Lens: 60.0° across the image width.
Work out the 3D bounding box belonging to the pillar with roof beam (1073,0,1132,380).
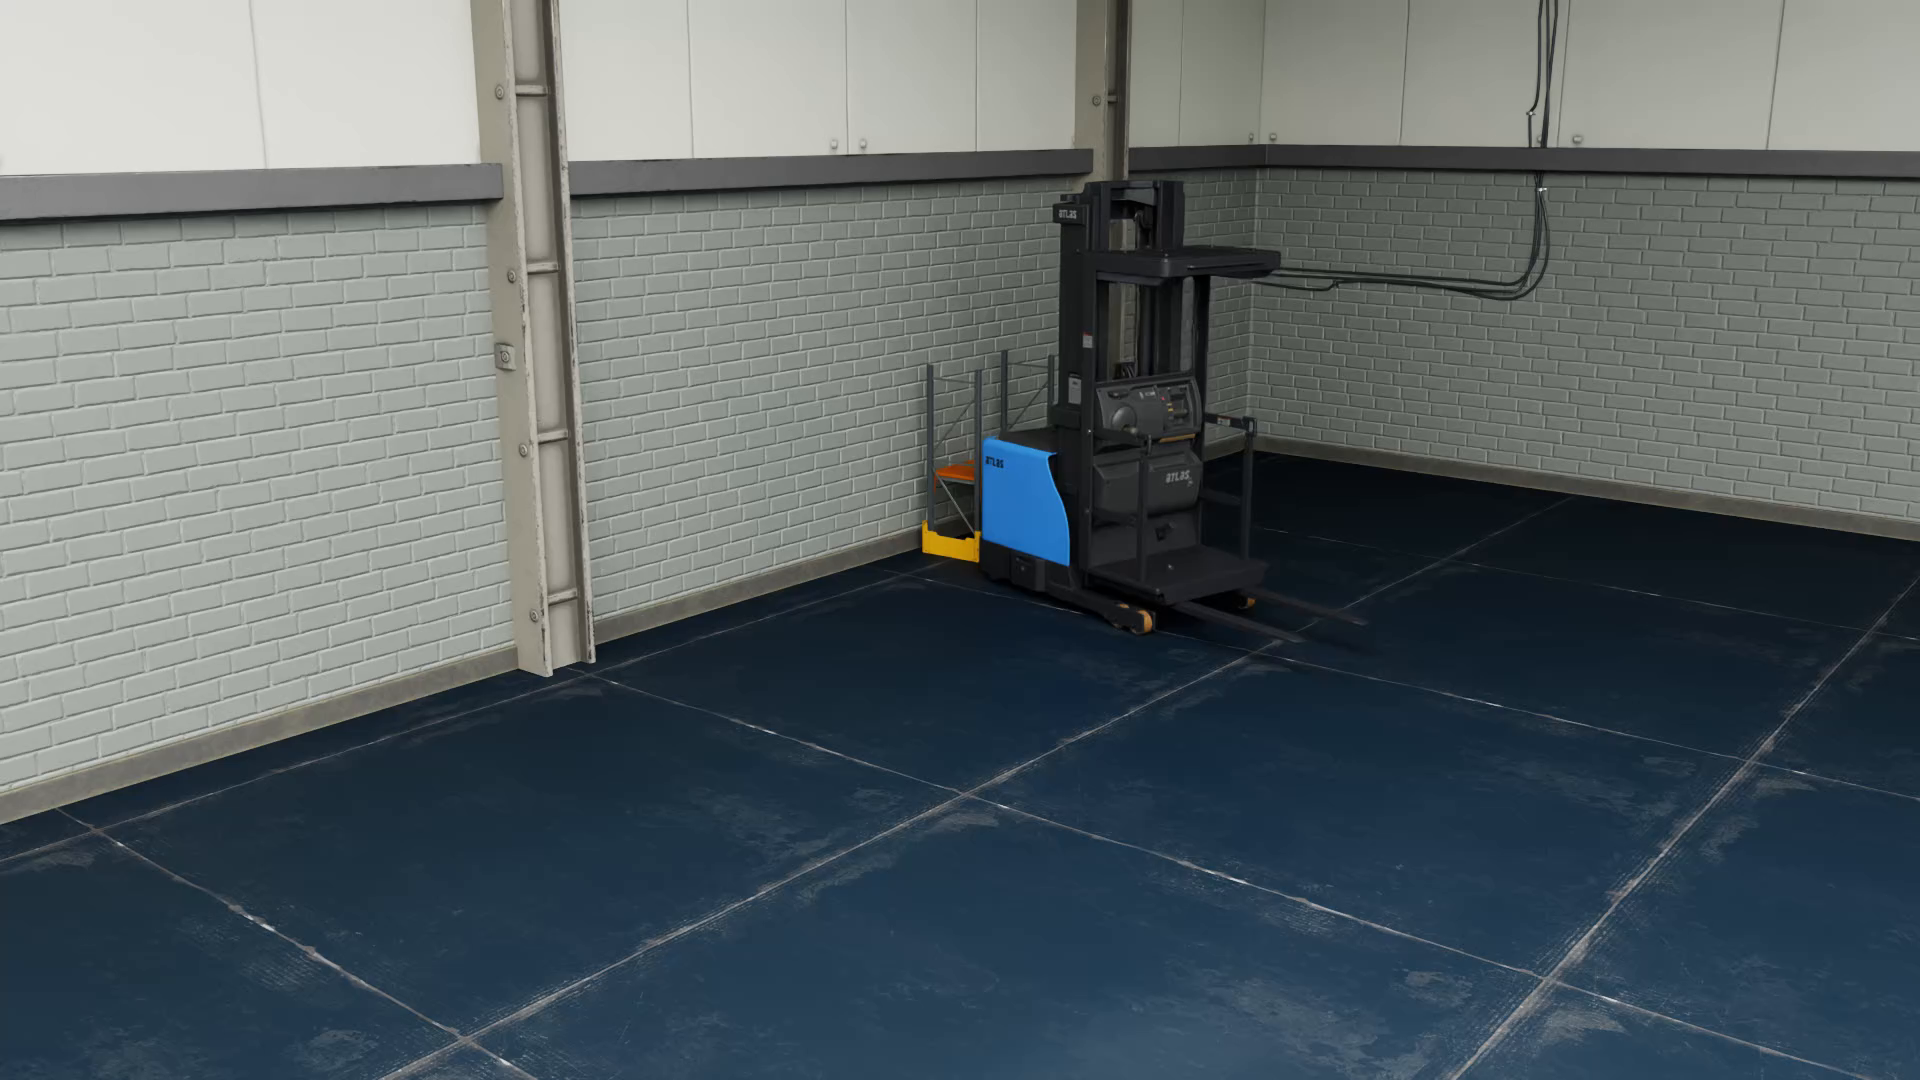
[{"bbox_3d":[4.564,-4.057,11.318,9.100,9.000,0.400,11,18,38],"label":"pillar with roof beam"}]

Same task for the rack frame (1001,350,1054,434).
[{"bbox_3d":[0.551,-0.799,13.722,0.500,1.500,0.032,10,17,35],"label":"rack frame"}]

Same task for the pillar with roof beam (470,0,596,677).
[{"bbox_3d":[0.793,-2.908,6.795,9.100,9.000,0.400,11,18,38],"label":"pillar with roof beam"}]

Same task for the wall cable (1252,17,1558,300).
[{"bbox_3d":[4.096,-3.578,15.738,3.097,2.526,0.112,11,18,38],"label":"wall cable"}]

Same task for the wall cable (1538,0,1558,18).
[{"bbox_3d":[6.200,-5.607,13.469,3.097,2.526,0.112,11,18,38],"label":"wall cable"}]

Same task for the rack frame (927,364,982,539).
[{"bbox_3d":[-0.047,-0.597,12.926,0.500,1.500,0.032,10,17,35],"label":"rack frame"}]

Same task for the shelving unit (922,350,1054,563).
[{"bbox_3d":[0.247,-0.696,13.317,0.587,1.500,1.083,10,17,35],"label":"shelving unit"}]

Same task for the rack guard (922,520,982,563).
[{"bbox_3d":[-0.047,0.009,13.081,0.587,0.250,0.087,10,17,35],"label":"rack guard"}]

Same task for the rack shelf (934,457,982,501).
[{"bbox_3d":[0.252,-0.524,13.369,0.538,0.185,1.000,10,17,35],"label":"rack shelf"}]

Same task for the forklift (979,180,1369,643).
[{"bbox_3d":[1.436,-0.922,11.301,1.130,2.935,3.031,-11,18,-36],"label":"forklift"}]
